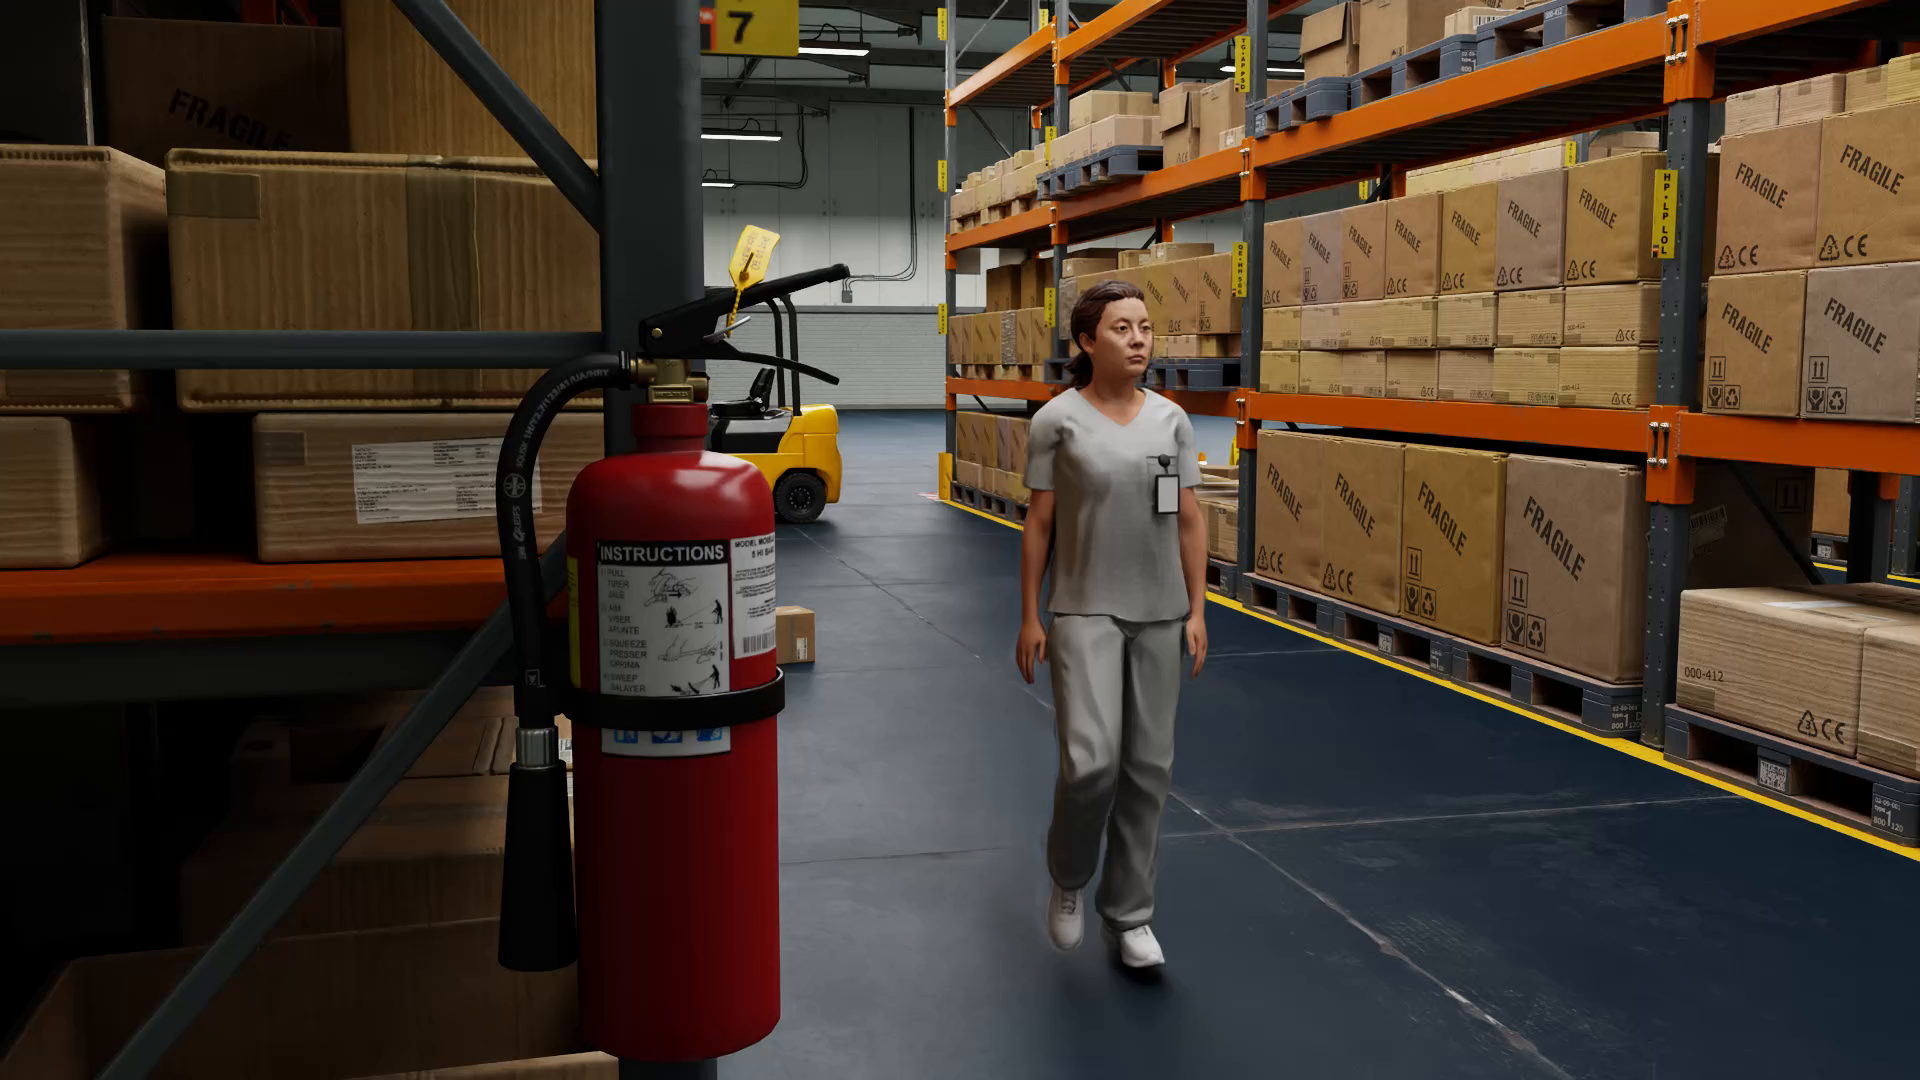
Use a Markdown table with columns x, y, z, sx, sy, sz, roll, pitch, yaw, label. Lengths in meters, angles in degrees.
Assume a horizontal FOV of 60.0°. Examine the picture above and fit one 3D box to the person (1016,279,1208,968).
| x | y | z | sx | sy | sz | roll | pitch | yaw | label |
| --- | --- | --- | --- | --- | --- | --- | --- | --- | --- |
| 0.386 | 0.210 | 4.020 | 0.468 | 1.667 | 0.463 | -2 | 6 | -15 | person |
